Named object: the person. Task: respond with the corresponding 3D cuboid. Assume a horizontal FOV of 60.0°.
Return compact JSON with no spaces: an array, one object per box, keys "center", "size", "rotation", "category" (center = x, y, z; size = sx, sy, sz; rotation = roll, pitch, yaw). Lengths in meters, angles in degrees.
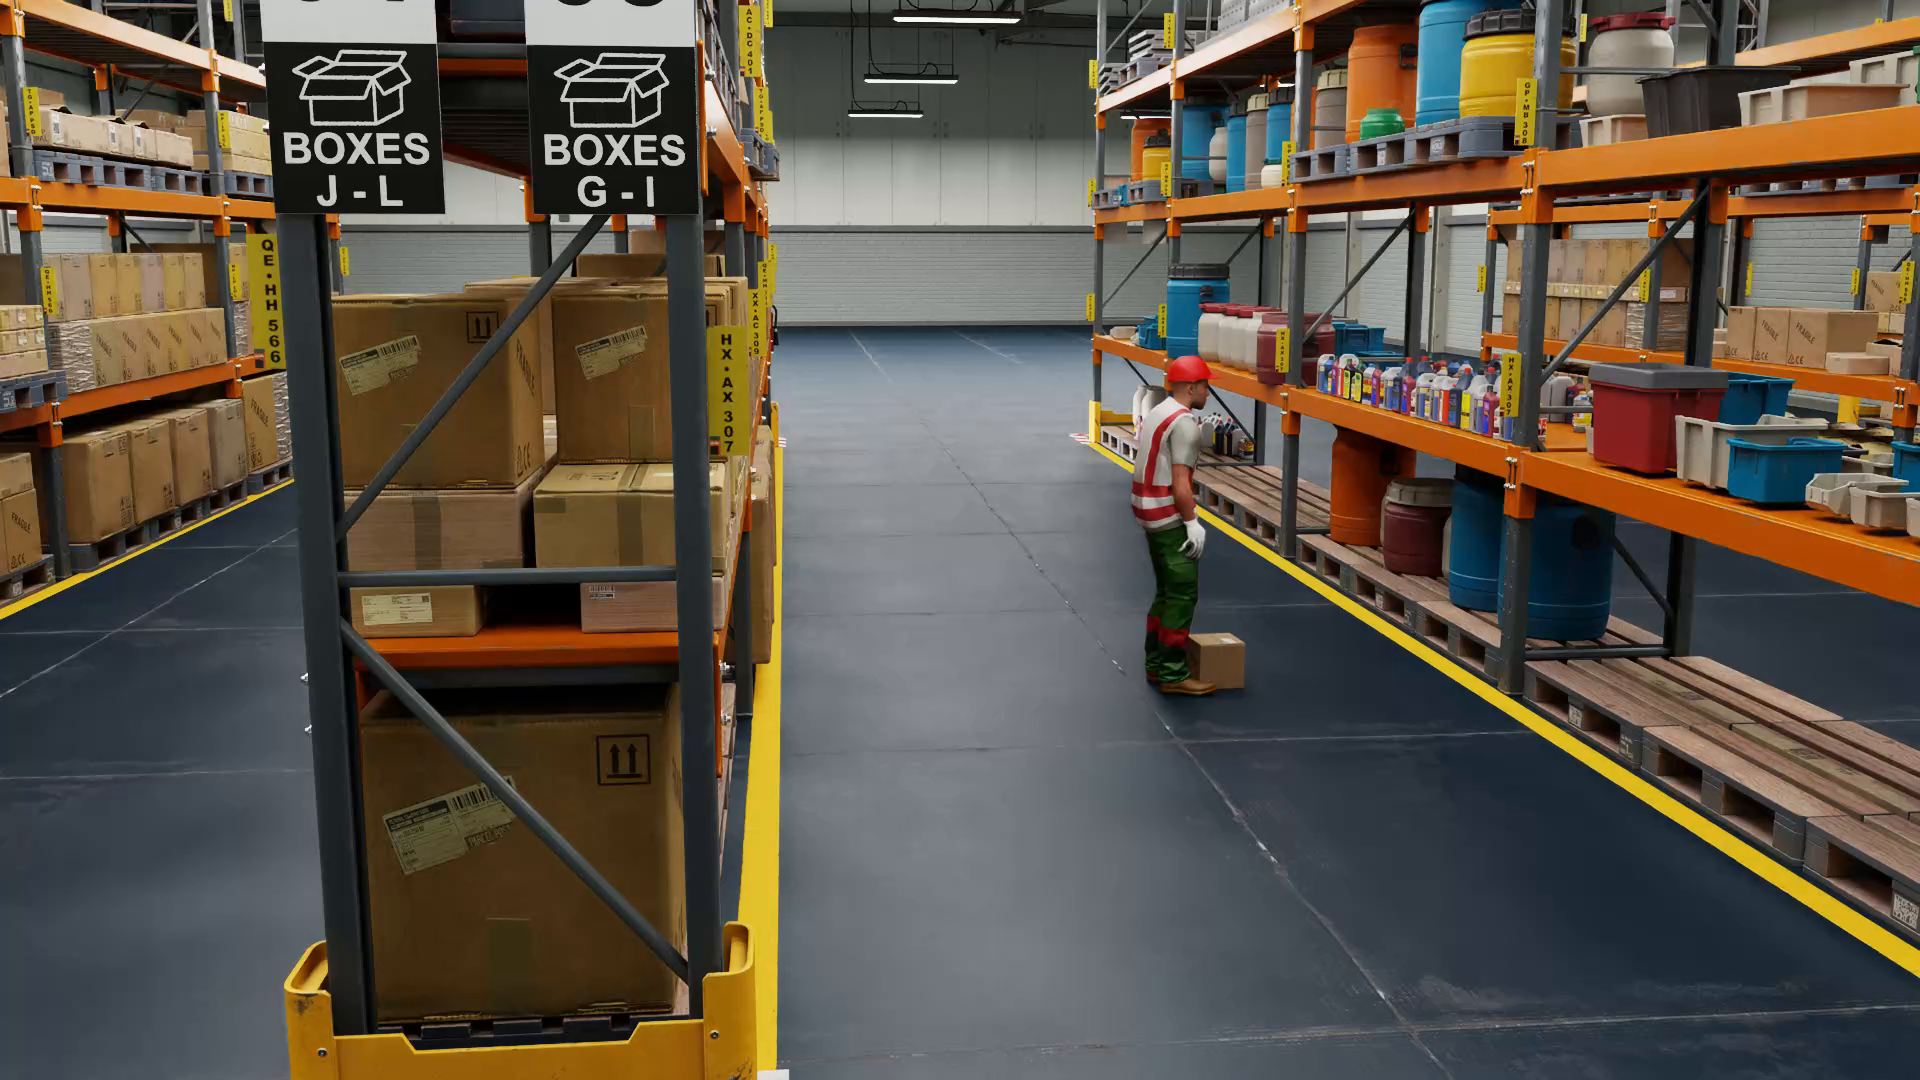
[{"center":[1.156,-0.091,8.881],"size":[0.452,1.778,0.613],"rotation":[-2,10,-9],"category":"person"}]
